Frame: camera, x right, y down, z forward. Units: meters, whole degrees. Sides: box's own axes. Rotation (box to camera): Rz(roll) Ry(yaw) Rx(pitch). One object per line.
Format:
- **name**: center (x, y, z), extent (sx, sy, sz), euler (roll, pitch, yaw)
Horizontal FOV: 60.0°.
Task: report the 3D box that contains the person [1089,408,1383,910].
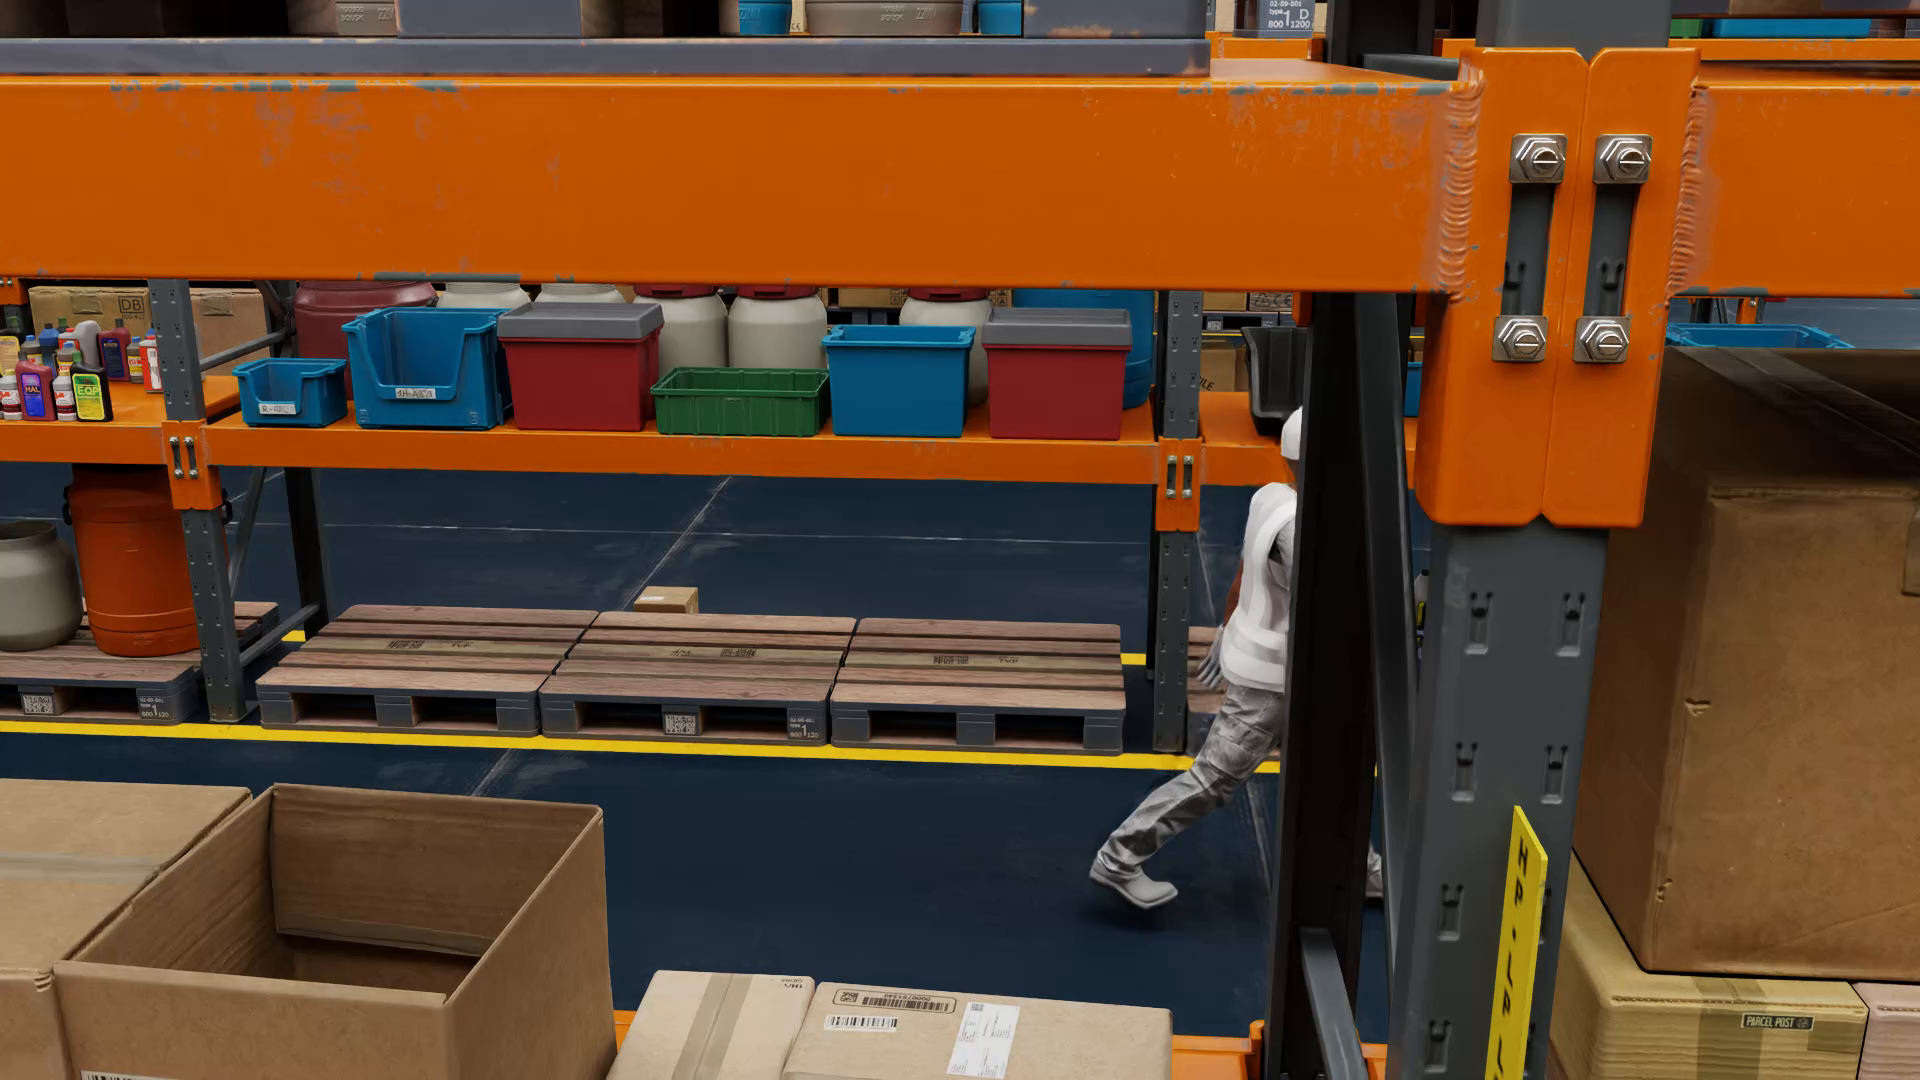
- **person**: center (1.019, 0.407, 5.363), extent (1.162, 1.709, 0.613), euler (2, 17, 6)
